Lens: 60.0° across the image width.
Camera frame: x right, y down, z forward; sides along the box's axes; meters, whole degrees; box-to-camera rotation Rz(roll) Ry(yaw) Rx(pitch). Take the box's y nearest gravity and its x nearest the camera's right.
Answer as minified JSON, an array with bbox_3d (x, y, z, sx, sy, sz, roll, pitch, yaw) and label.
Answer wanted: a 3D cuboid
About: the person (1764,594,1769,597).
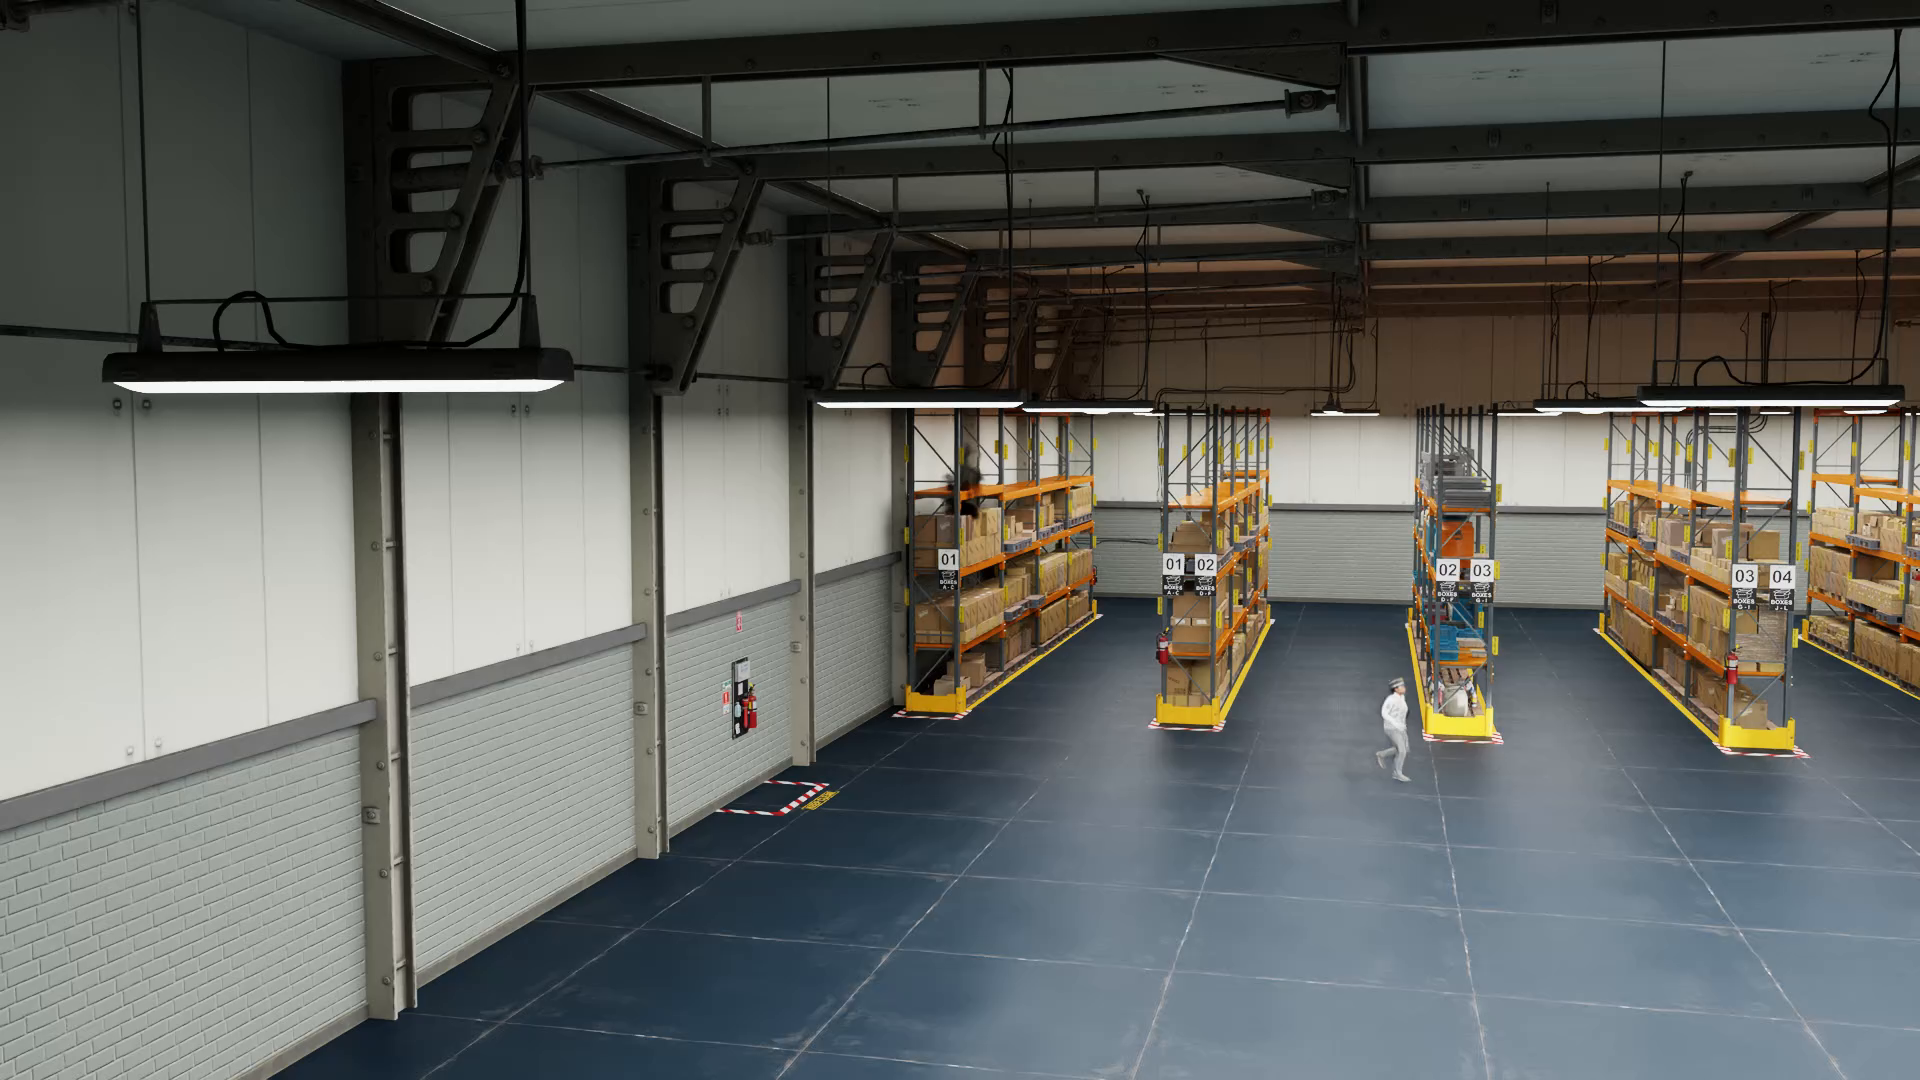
[{"bbox_3d":[20.255,1.876,41.448,0.690,1.735,1.033,1,4,8],"label":"person"}]

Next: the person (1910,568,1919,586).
[{"bbox_3d":[25.607,1.620,44.445,0.981,1.731,0.629,0,4,-1],"label":"person"}]

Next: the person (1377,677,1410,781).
[{"bbox_3d":[6.861,2.987,26.375,0.538,1.662,0.639,4,5,40],"label":"person"}]
